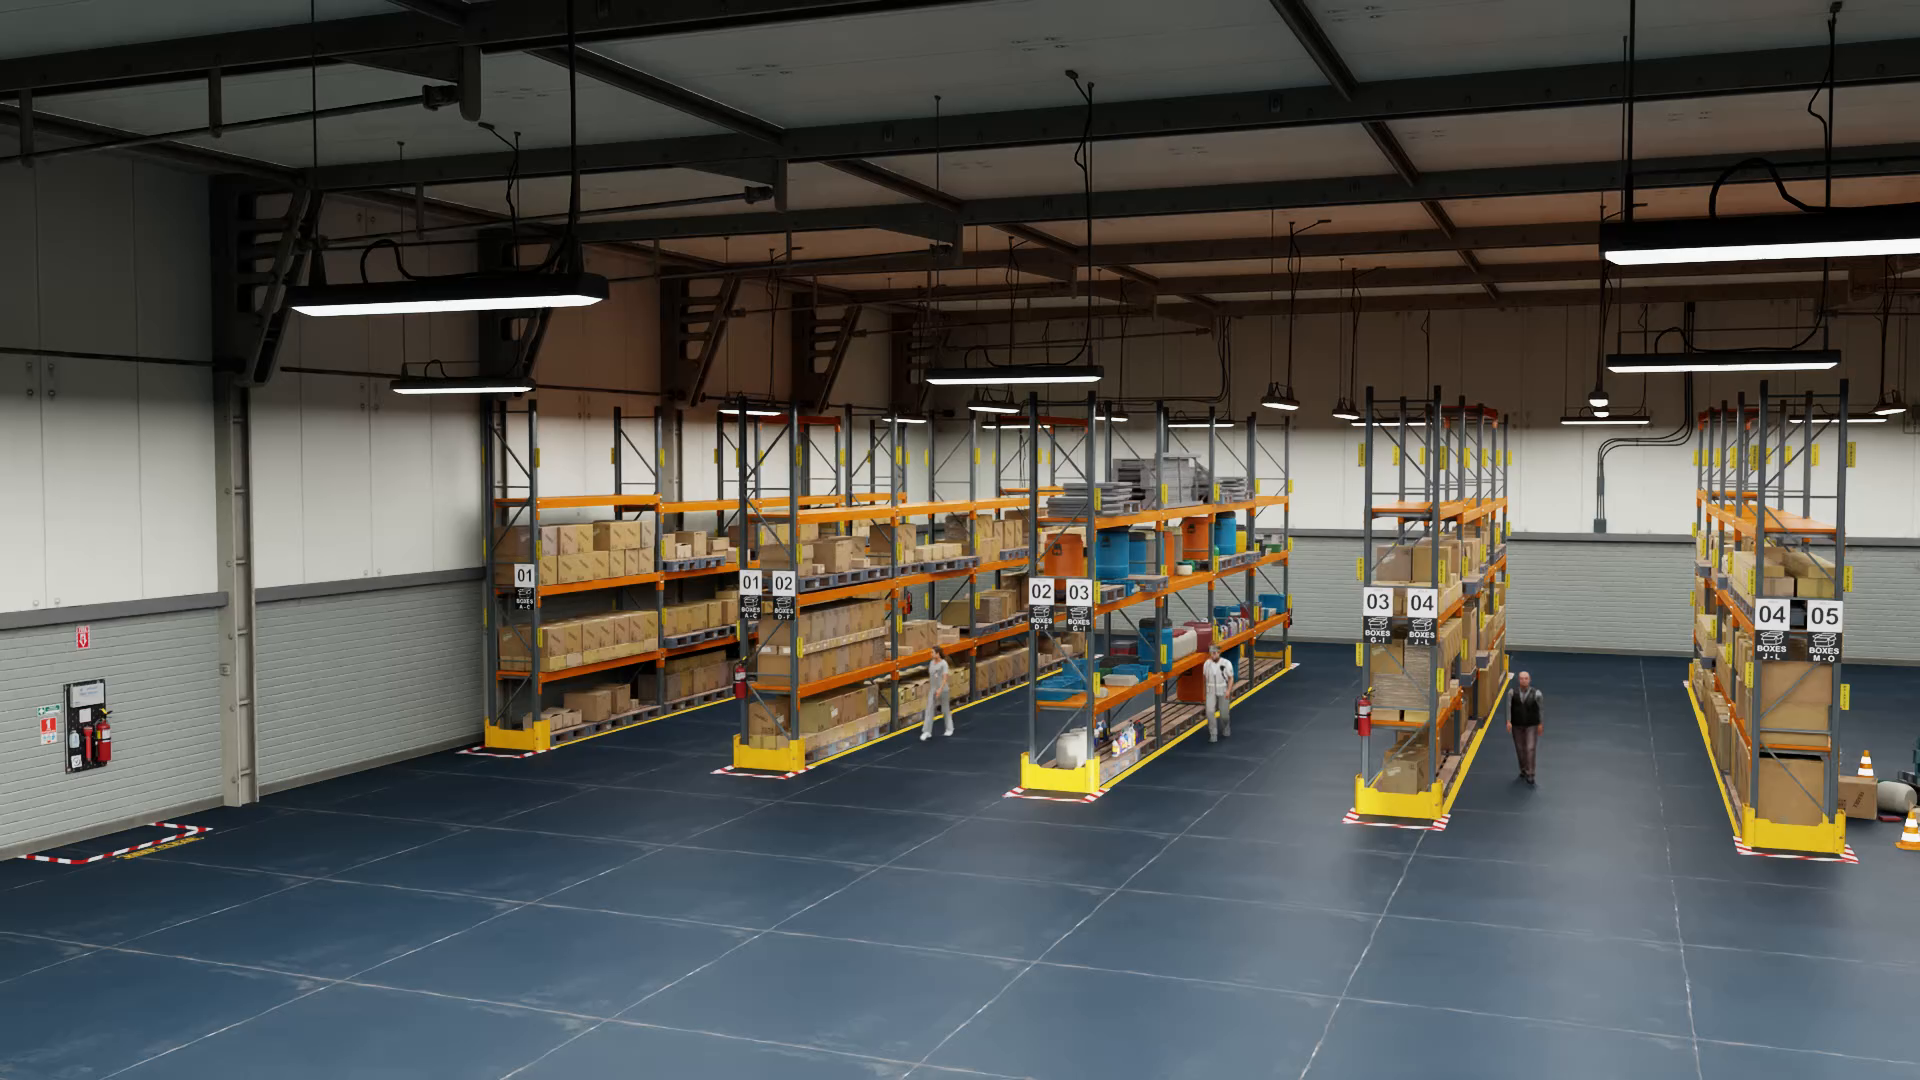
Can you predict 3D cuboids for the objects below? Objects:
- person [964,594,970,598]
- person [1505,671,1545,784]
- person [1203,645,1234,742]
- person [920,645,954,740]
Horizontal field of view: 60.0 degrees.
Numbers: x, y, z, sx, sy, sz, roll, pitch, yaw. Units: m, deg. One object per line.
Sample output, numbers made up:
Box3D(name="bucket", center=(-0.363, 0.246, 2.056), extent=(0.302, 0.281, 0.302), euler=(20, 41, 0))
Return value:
Box3D(name="person", center=(0.269, 2.152, 40.881), extent=(0.726, 1.688, 0.661), euler=(2, 3, 30))
Box3D(name="person", center=(8.673, 2.870, 25.618), extent=(0.556, 1.677, 0.966), euler=(2, 3, 32))
Box3D(name="person", center=(4.585, 2.703, 29.605), extent=(0.588, 1.679, 0.886), euler=(1, 3, 18))
Box3D(name="person", center=(-0.427, 2.699, 29.626), extent=(0.465, 1.637, 0.893), euler=(2, 3, 36))
